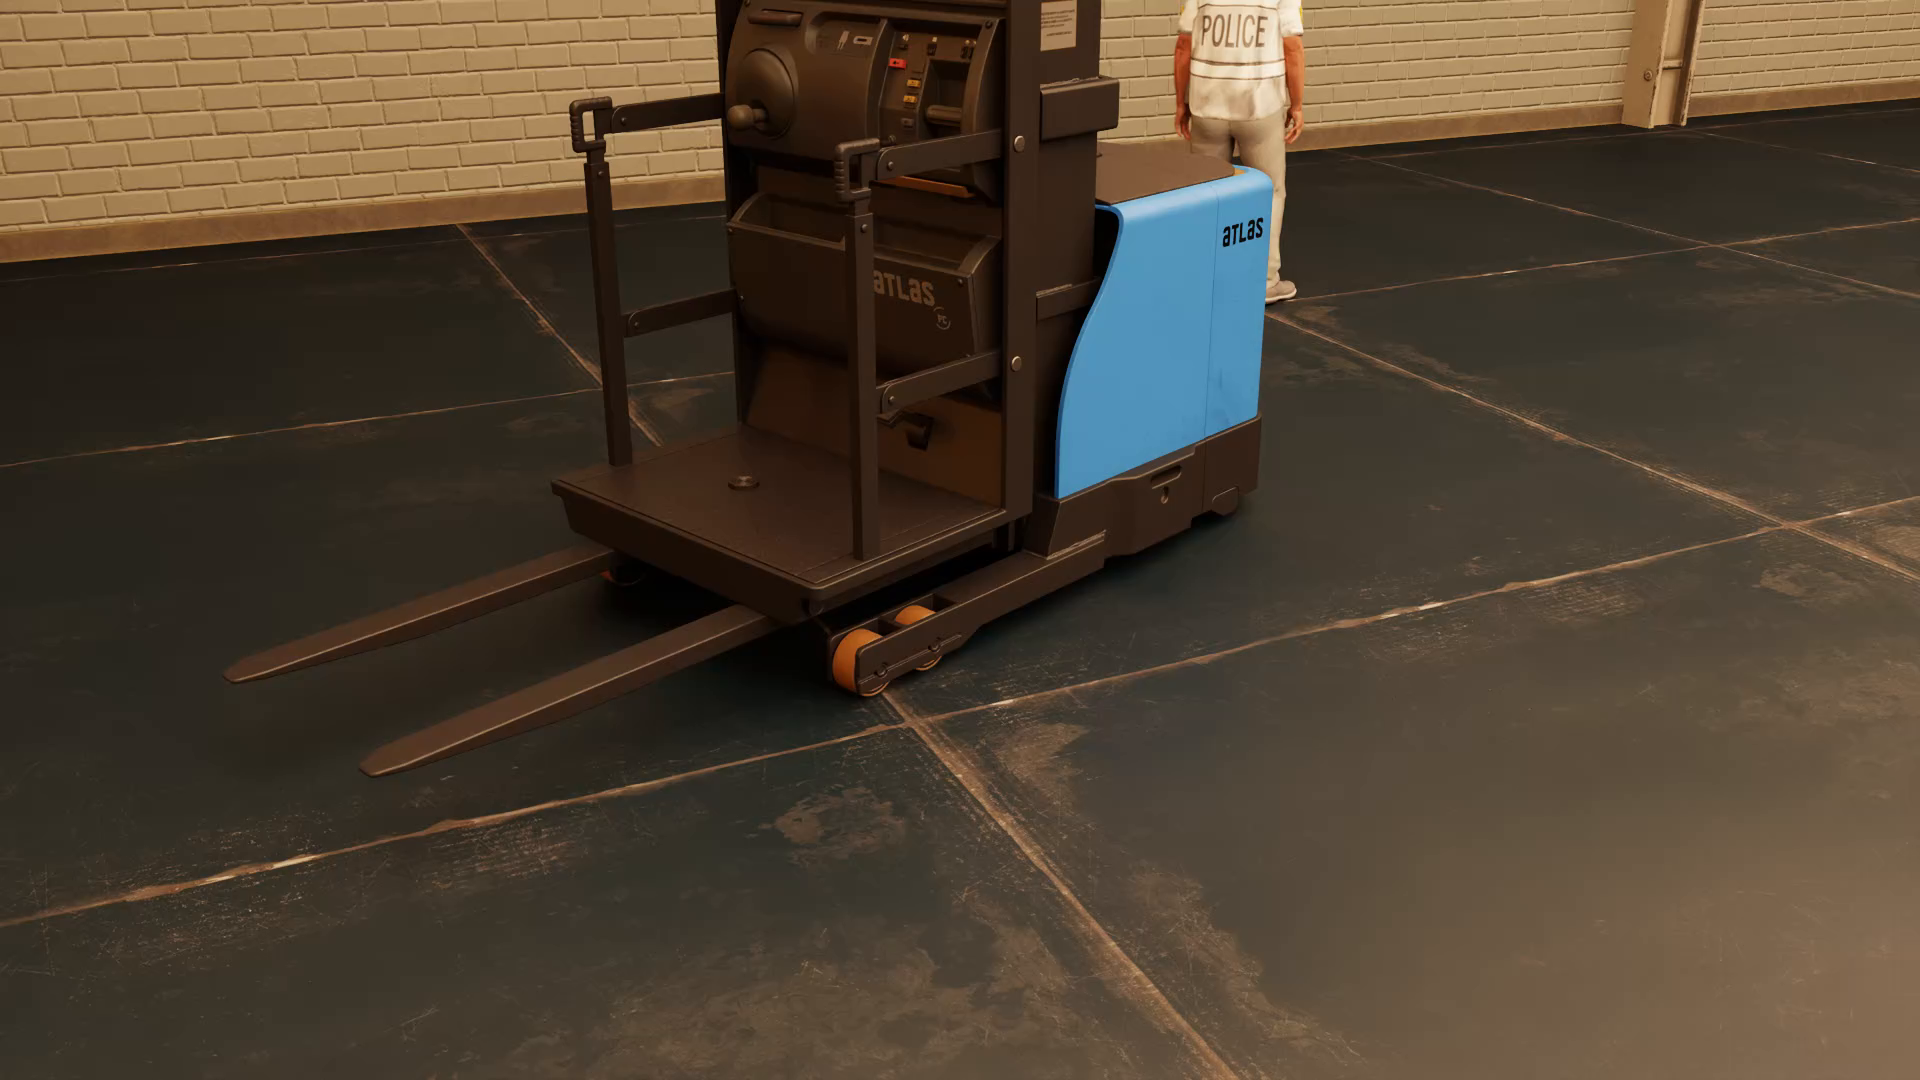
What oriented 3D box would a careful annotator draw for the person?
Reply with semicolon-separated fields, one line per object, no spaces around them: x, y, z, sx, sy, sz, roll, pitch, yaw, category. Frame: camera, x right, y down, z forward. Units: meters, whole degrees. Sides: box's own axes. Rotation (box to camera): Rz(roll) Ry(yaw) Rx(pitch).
1.262;-1.956;7.535;0.606;1.747;0.442;8;24;19;person

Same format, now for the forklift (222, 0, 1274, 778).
-0.413;-1.182;4.131;1.130;2.935;3.031;19;29;39;forklift
